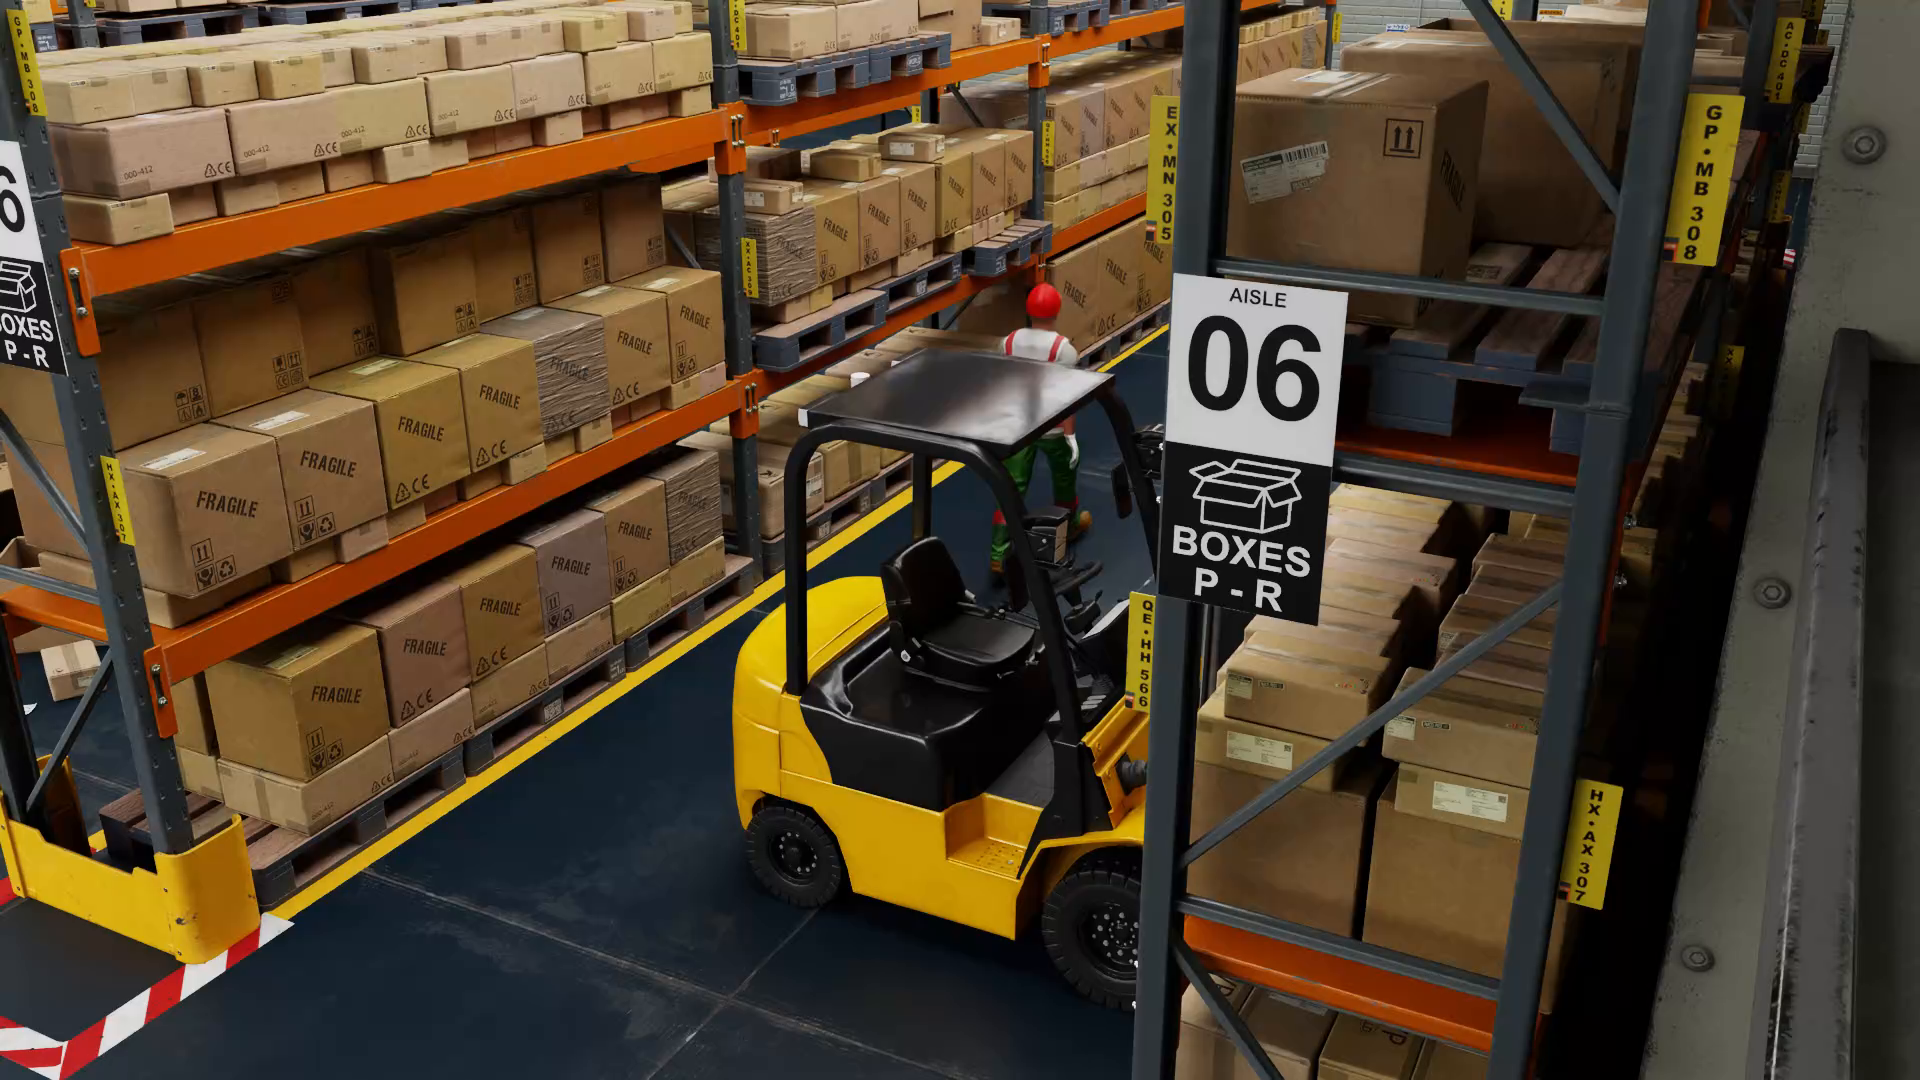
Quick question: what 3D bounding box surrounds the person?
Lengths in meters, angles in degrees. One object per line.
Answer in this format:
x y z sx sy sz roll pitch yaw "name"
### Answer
0.496 -0.711 10.015 0.584 1.735 1.098 8 24 19 "person"
